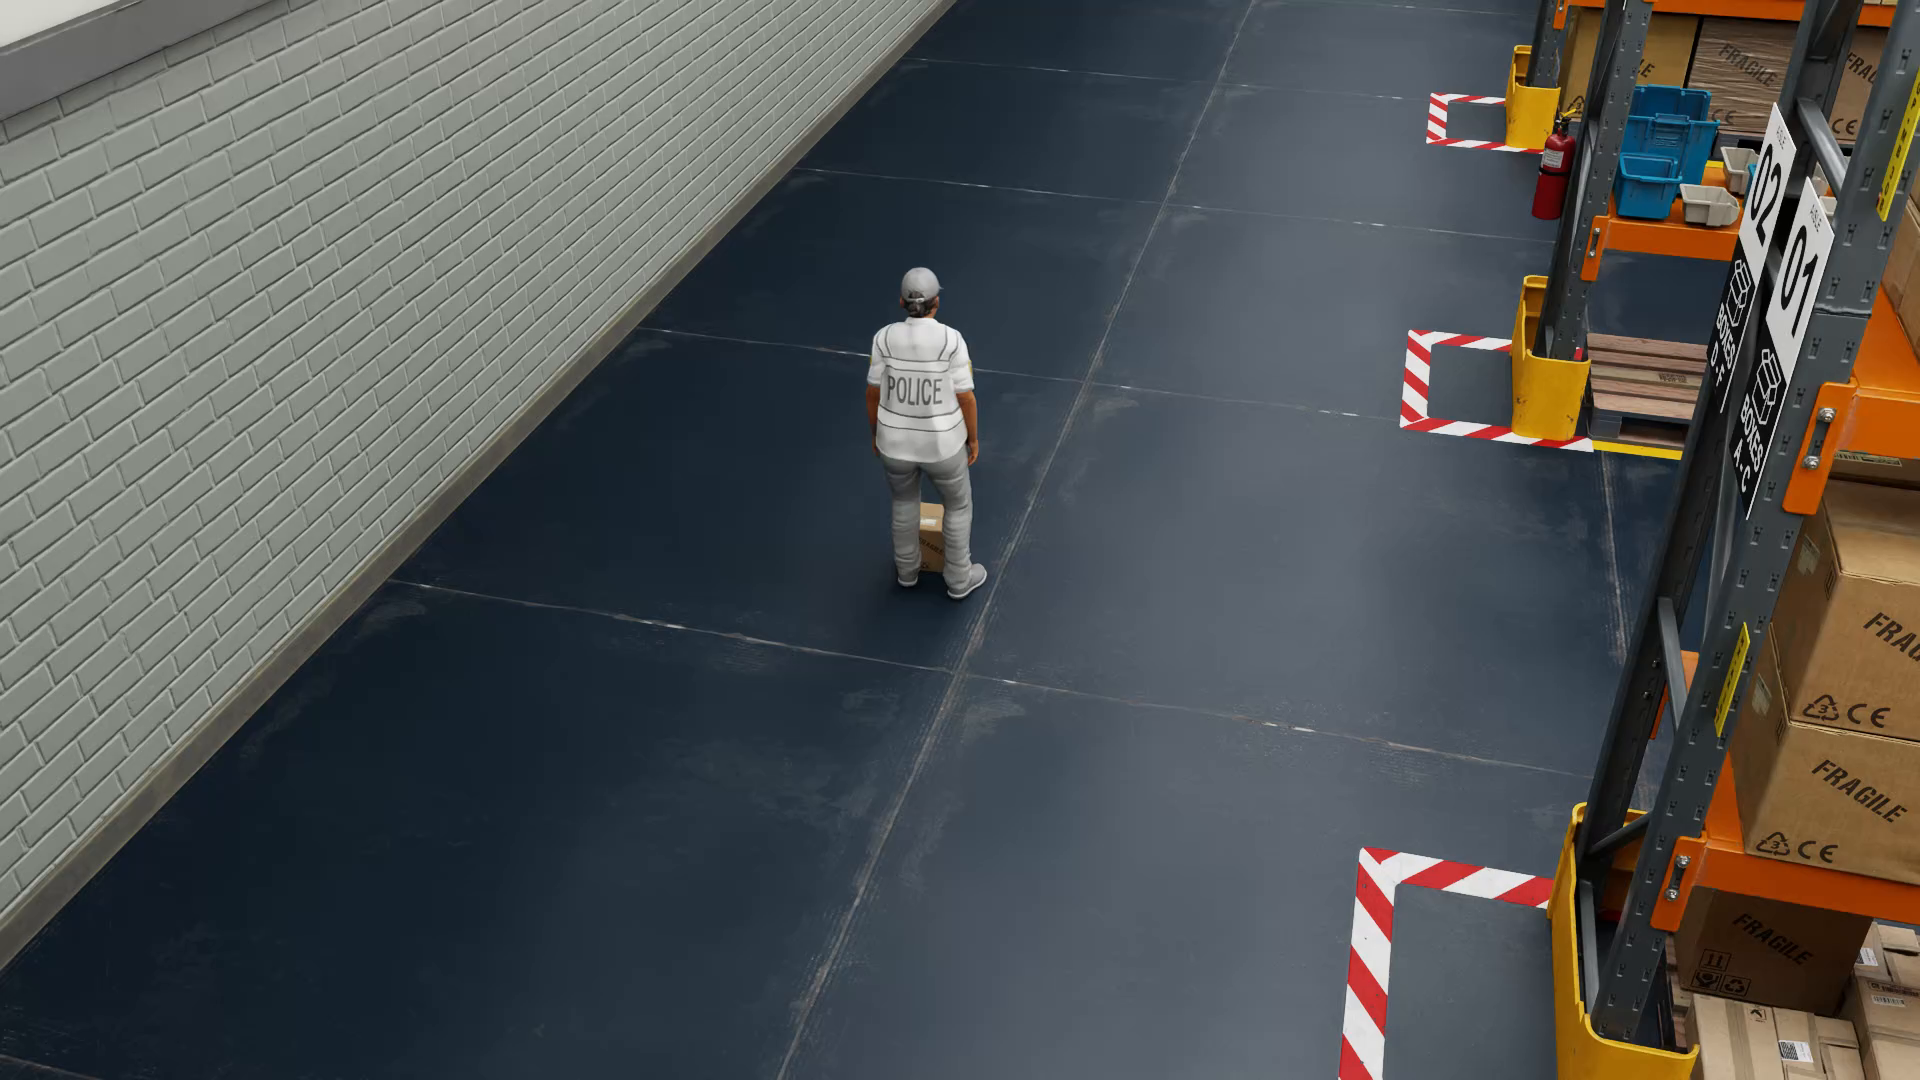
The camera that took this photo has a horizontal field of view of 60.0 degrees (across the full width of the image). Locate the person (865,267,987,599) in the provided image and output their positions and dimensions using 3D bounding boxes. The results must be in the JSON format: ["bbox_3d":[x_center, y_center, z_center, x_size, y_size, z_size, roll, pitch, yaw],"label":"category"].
[{"bbox_3d":[-0.156,-0.484,7.879,0.554,1.665,0.467,6,34,10],"label":"person"}]
